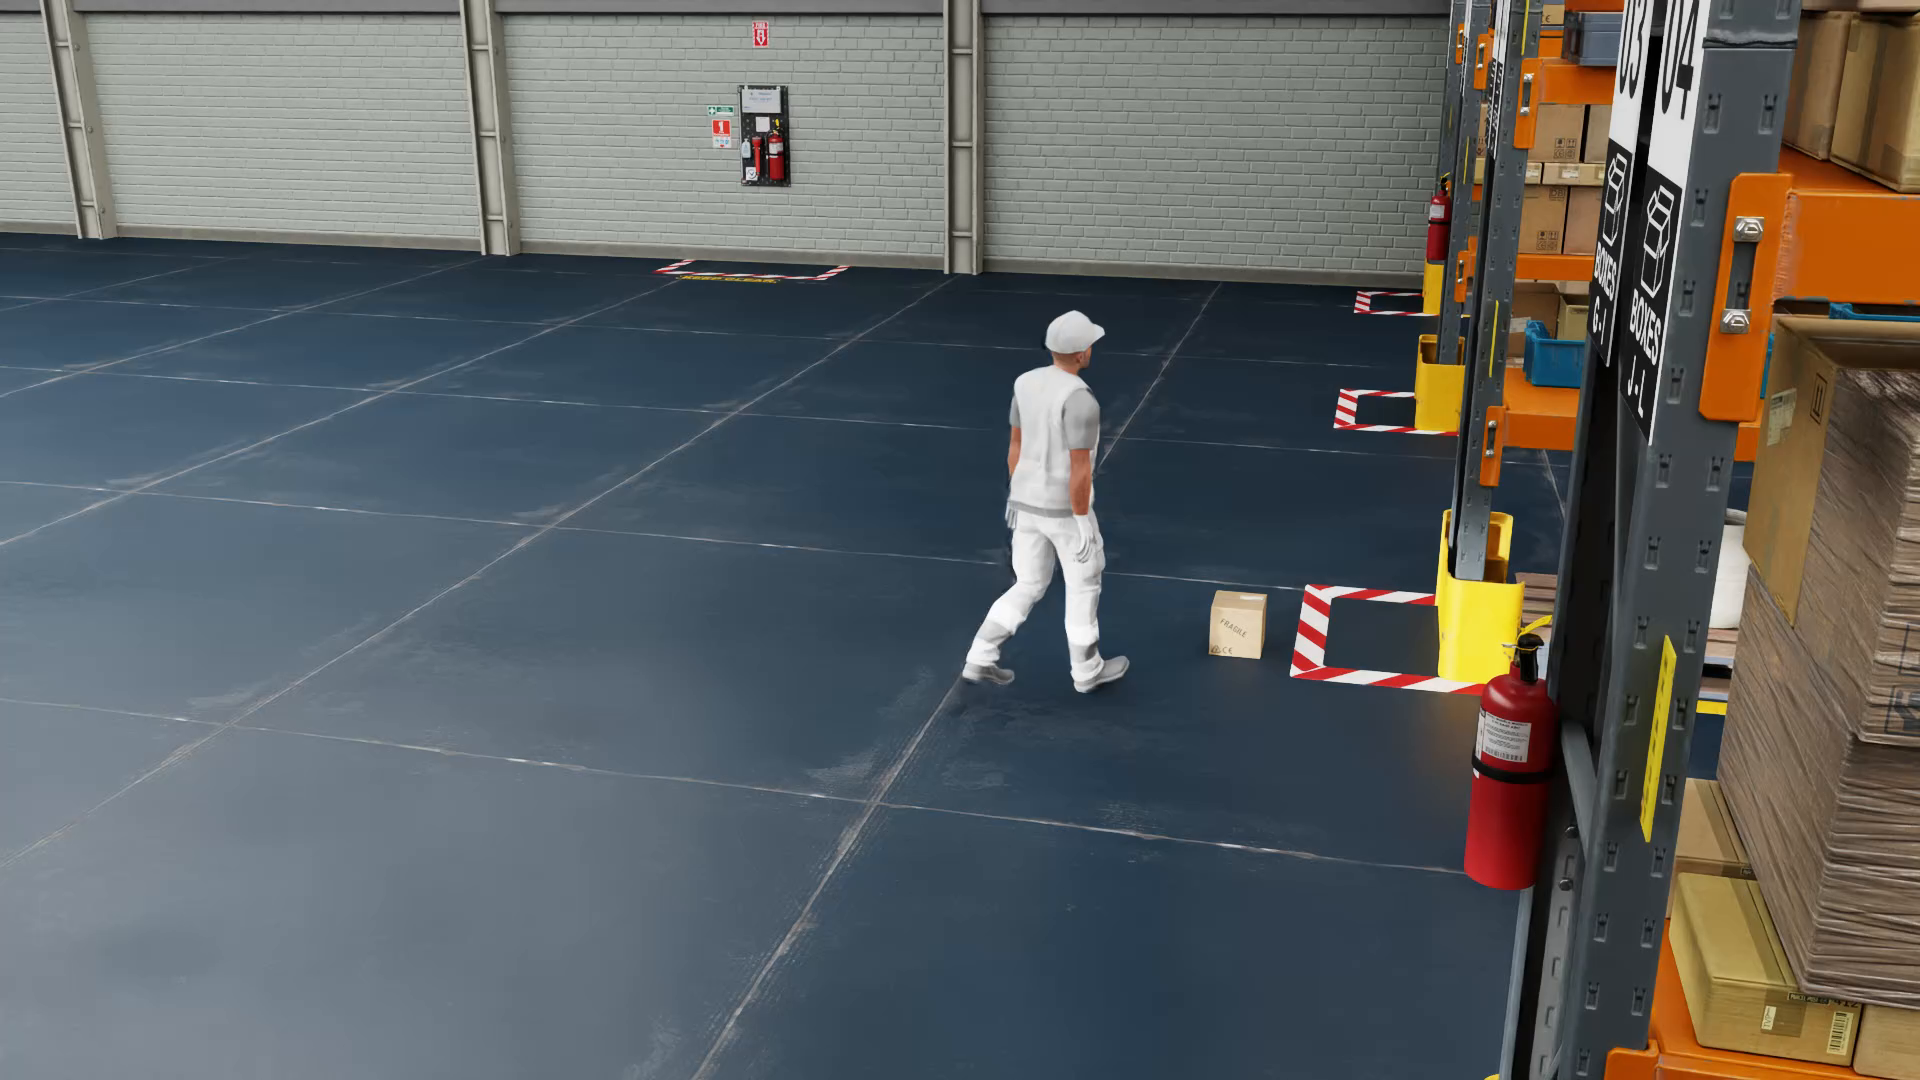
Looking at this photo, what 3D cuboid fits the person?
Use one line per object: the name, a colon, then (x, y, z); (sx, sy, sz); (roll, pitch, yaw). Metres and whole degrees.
person: (0.392, -0.135, 7.444); (0.830, 1.780, 0.611); (-14, 23, -36)
